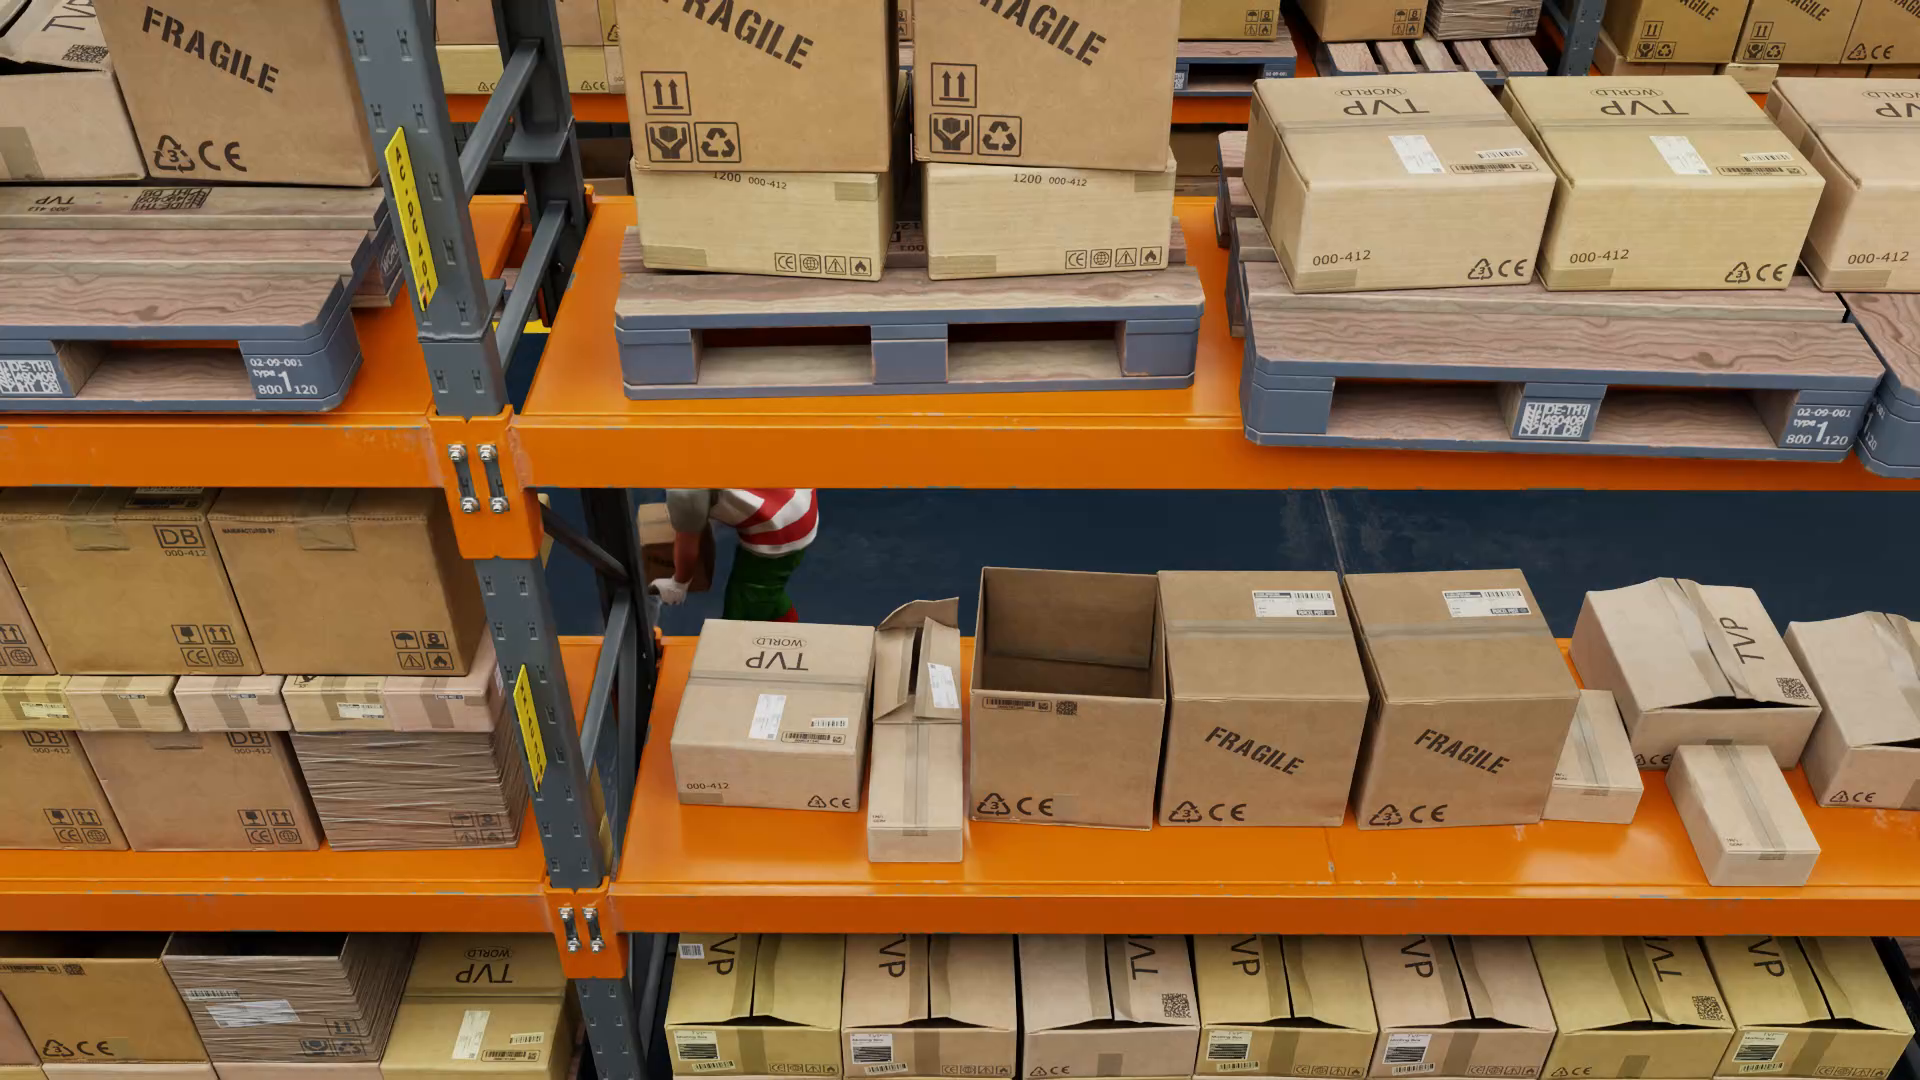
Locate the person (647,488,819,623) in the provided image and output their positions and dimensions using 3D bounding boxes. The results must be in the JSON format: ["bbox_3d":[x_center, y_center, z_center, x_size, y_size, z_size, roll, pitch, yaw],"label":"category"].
[{"bbox_3d":[-0.917,0.024,6.269,0.783,1.581,0.492,-1,39,-1],"label":"person"}]
